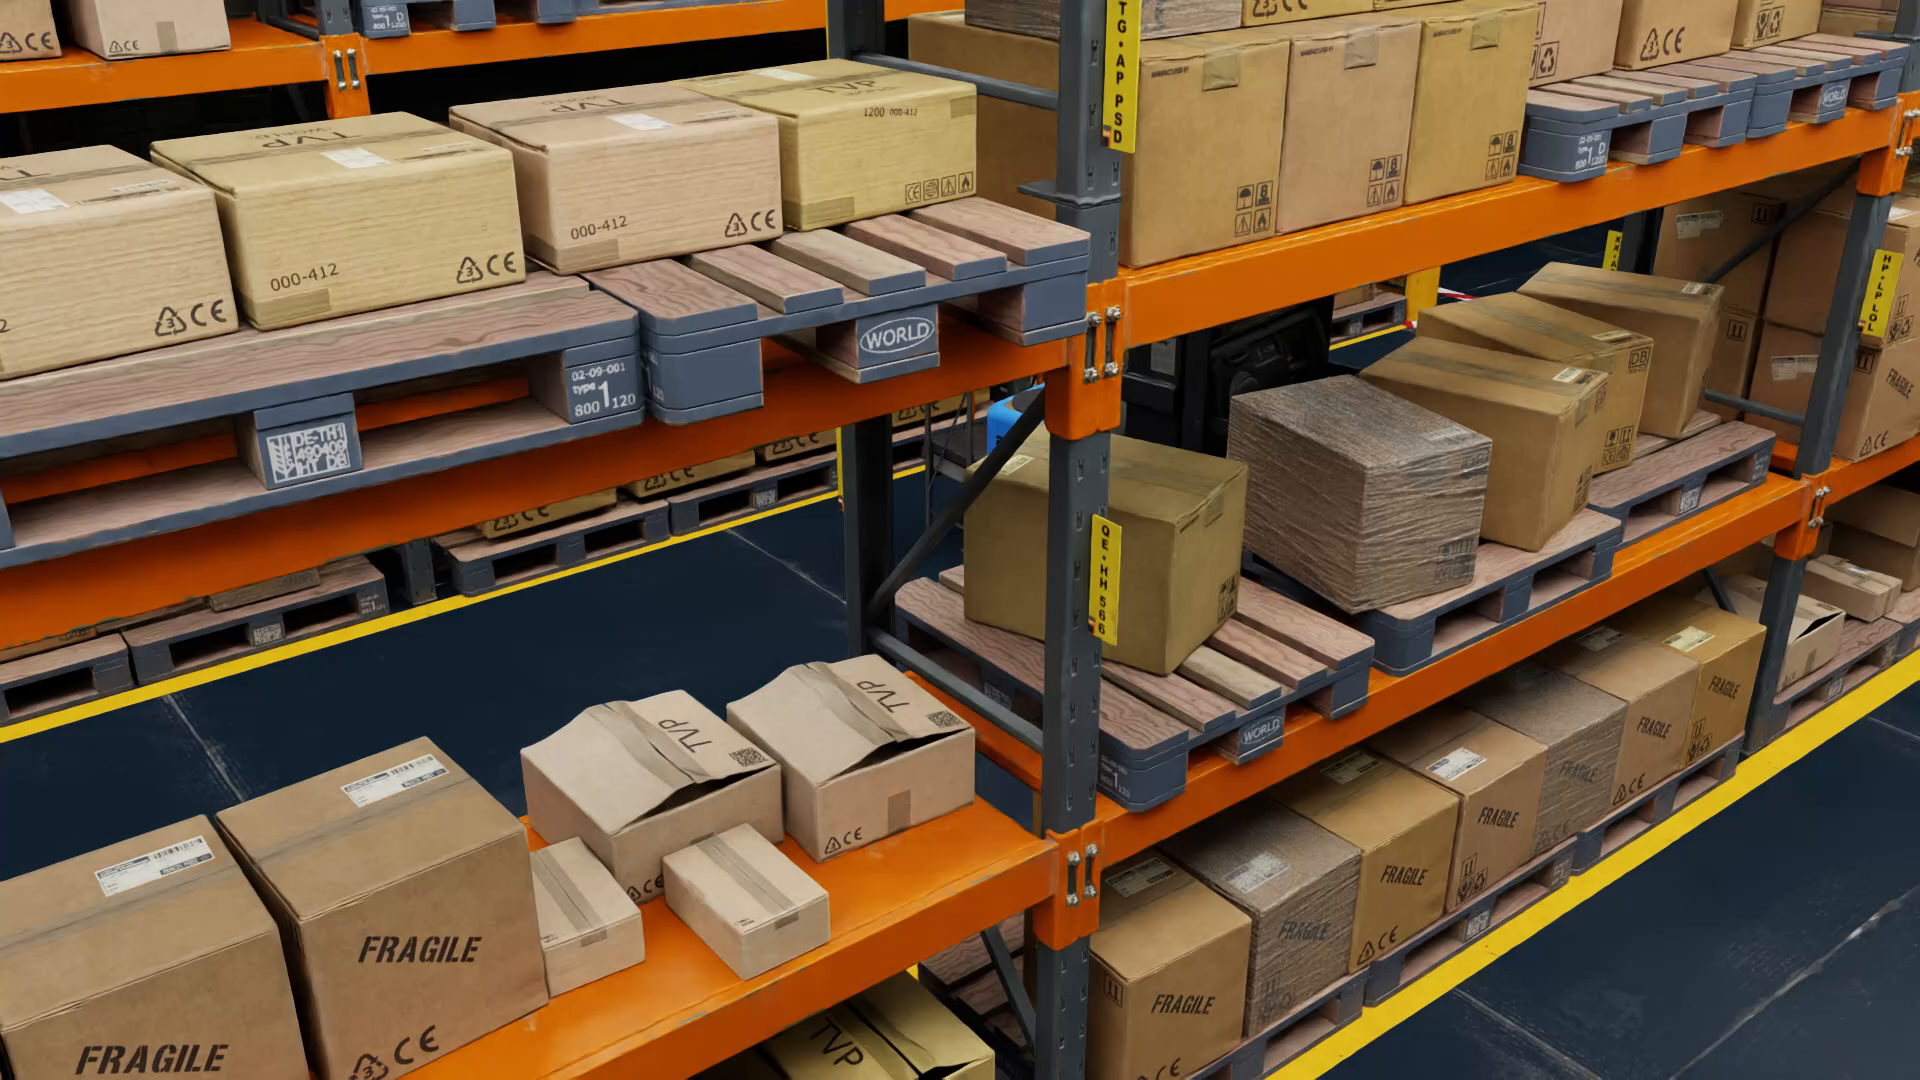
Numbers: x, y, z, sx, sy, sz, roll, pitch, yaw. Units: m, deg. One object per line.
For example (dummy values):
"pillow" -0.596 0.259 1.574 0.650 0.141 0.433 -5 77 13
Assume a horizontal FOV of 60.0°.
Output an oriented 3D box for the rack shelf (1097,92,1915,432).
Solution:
"rack shelf" 1.585 -1.111 5.373 4.000 0.370 1.077 -18 31 -34

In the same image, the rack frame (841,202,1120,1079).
"rack frame" 0.011 0.442 4.734 0.127 3.000 1.000 -18 31 -34

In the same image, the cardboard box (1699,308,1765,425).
"cardboard box" 3.393 -0.857 7.414 0.500 0.500 0.500 -18 30 -33

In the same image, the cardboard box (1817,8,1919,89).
"cardboard box" 3.694 -1.934 6.468 0.500 0.250 0.500 -18 31 -34

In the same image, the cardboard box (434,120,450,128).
"cardboard box" -2.442 -2.064 8.748 0.500 0.250 0.500 -19 31 -36

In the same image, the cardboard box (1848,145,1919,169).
"cardboard box" 4.195 -1.577 7.779 0.500 0.500 0.500 -18 30 -34

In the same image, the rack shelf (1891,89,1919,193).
"rack shelf" 4.732 -2.150 7.612 4.000 0.370 1.077 -18 31 -34

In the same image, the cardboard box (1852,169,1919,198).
"cardboard box" 4.109 -1.259 7.093 0.500 0.500 0.500 -19 31 -36

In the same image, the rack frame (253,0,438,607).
"rack frame" -3.049 -1.198 8.267 0.127 3.000 1.000 -18 31 -34

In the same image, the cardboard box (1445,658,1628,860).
"cardboard box" 2.158 0.817 6.374 0.500 0.500 0.500 -18 30 -33

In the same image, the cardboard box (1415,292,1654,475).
"cardboard box" 2.146 -0.584 6.327 0.500 0.500 0.700 -13 28 -26

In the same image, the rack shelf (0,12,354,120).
"rack shelf" -4.623 -1.712 6.668 4.000 0.370 1.077 -18 31 -34

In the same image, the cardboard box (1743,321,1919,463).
"cardboard box" 3.728 -0.684 7.042 0.500 0.500 0.500 -17 30 -33

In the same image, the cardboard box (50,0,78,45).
"cardboard box" -3.757 -2.502 7.372 0.500 0.500 0.500 -18 31 -34

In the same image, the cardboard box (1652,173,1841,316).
"cardboard box" 3.397 -1.313 7.209 0.500 0.500 0.500 -18 30 -34

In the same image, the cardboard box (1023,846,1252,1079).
"cardboard box" 0.545 1.353 5.218 0.500 0.500 0.500 -17 30 -32

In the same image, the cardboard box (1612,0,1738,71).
"cardboard box" 2.205 -1.951 5.591 0.600 0.600 0.600 -19 31 -35

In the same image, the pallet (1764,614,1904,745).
"pallet" 3.699 0.490 7.943 1.213 0.211 1.003 -18 31 -34

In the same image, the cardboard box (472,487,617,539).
"cardboard box" -2.389 -0.561 8.949 0.750 0.750 0.750 -19 31 -35

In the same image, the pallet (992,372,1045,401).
"pallet" 0.745 -1.143 11.463 1.213 0.211 1.003 -18 31 -34

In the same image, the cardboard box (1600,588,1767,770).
"cardboard box" 2.947 0.561 6.925 0.500 0.500 0.500 -18 31 -34

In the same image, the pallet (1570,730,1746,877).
"pallet" 2.542 0.892 7.077 1.213 0.211 1.003 -18 31 -34

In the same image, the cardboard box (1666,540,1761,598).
"cardboard box" 3.432 0.096 7.927 0.500 0.500 0.500 -18 31 -34

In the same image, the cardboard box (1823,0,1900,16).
"cardboard box" 3.694 -2.160 6.362 0.500 0.250 0.500 -18 31 -34

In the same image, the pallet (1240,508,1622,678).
"pallet" 1.538 0.023 5.866 1.213 0.211 1.003 -18 31 -34

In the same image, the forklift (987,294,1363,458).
"forklift" 1.563 -0.762 7.411 3.031 2.935 1.130 20 31 36

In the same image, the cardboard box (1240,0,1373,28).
"cardboard box" 0.759 -1.661 4.396 0.500 0.500 0.500 -18 31 -34

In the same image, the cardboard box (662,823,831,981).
"cardboard box" -0.526 0.882 4.086 0.250 0.149 0.380 -18 31 -34

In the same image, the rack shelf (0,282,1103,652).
"rack shelf" -1.563 -0.072 3.134 4.000 0.370 1.077 -18 31 -34

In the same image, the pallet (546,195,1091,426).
"pallet" -0.468 -0.627 3.698 1.003 0.211 1.213 -17 30 -32

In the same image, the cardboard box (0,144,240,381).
"cardboard box" -1.595 -0.478 2.833 0.500 0.250 0.500 -21 32 -38

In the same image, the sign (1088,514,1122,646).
"sign" 0.356 0.100 4.095 0.005 0.325 0.100 -18 31 -34

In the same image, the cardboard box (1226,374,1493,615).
"cardboard box" 1.274 -0.169 5.433 0.500 0.500 0.700 -12 28 -24

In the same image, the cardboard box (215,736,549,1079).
"cardboard box" -1.300 0.838 3.762 0.500 0.500 0.500 -20 32 -37

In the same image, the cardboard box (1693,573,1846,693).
"cardboard box" 3.622 0.386 7.526 0.500 0.311 0.500 -18 31 -34

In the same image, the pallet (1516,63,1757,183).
"pallet" 1.788 -1.455 5.483 1.003 0.211 1.213 -18 31 -34

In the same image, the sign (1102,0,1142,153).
"sign" 0.347 -1.003 3.576 0.005 0.325 0.100 -18 31 -34

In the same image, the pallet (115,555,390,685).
"pallet" -3.665 0.270 8.418 1.213 0.211 1.003 -18 31 -34

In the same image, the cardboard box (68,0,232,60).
"cardboard box" -3.449 -2.250 7.055 0.500 0.311 0.500 -18 31 -34

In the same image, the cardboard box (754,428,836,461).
"cardboard box" -1.030 -1.008 9.914 0.750 0.750 0.750 -17 30 -33

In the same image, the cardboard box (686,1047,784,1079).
"cardboard box" -0.654 1.600 4.341 0.500 0.311 0.500 -19 31 -35

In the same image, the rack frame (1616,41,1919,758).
"rack frame" 3.158 -0.597 6.972 0.127 3.000 1.000 -18 31 -34

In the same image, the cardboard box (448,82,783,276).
"cardboard box" -0.713 -0.762 3.445 0.500 0.250 0.500 -17 30 -33

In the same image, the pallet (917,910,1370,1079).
"pallet" 0.622 1.526 5.711 1.213 0.211 1.003 -18 31 -34

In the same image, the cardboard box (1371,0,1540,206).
"cardboard box" 1.144 -1.356 4.926 0.500 0.500 0.910 -18 31 -34

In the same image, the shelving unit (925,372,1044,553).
"shelving unit" 0.130 -0.995 8.901 0.503 2.100 0.431 -18 31 -34

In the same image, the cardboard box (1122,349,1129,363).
"cardboard box" 0.751 -1.454 11.289 0.500 0.500 0.700 -18 30 -33

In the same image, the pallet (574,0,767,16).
"pallet" -1.697 -2.949 8.702 1.213 0.211 1.003 -17 30 -32

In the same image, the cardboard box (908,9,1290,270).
"cardboard box" 0.333 -1.088 4.349 0.500 0.500 0.910 -18 31 -34

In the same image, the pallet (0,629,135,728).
"pallet" -4.624 0.585 7.739 1.213 0.211 1.003 -18 31 -34

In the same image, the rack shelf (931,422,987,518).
"rack shelf" 0.130 -0.348 9.201 0.480 0.518 0.431 -18 31 -34

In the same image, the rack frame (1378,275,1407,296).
"rack frame" 3.246 -3.276 12.745 0.127 3.000 1.000 -18 31 -34

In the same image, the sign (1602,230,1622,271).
"sign" 2.818 -1.167 7.173 0.005 0.325 0.100 -18 31 -34

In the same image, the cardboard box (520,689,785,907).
"cardboard box" -0.813 0.651 4.390 0.500 0.311 0.500 -19 31 -35

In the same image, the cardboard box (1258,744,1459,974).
"cardboard box" 1.352 1.087 5.792 0.500 0.500 0.500 -19 31 -35

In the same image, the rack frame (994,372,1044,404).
"rack frame" 0.322 -1.059 9.037 0.015 2.100 0.400 -18 31 -34

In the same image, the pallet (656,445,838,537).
"pallet" -1.423 -0.428 9.921 1.213 0.211 1.003 -18 31 -34

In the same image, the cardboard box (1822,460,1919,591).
"cardboard box" 4.634 -0.154 8.461 0.637 0.503 0.797 -18 31 -34

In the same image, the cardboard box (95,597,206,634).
"cardboard box" -4.060 0.036 8.055 0.500 0.500 0.700 -18 31 -34
